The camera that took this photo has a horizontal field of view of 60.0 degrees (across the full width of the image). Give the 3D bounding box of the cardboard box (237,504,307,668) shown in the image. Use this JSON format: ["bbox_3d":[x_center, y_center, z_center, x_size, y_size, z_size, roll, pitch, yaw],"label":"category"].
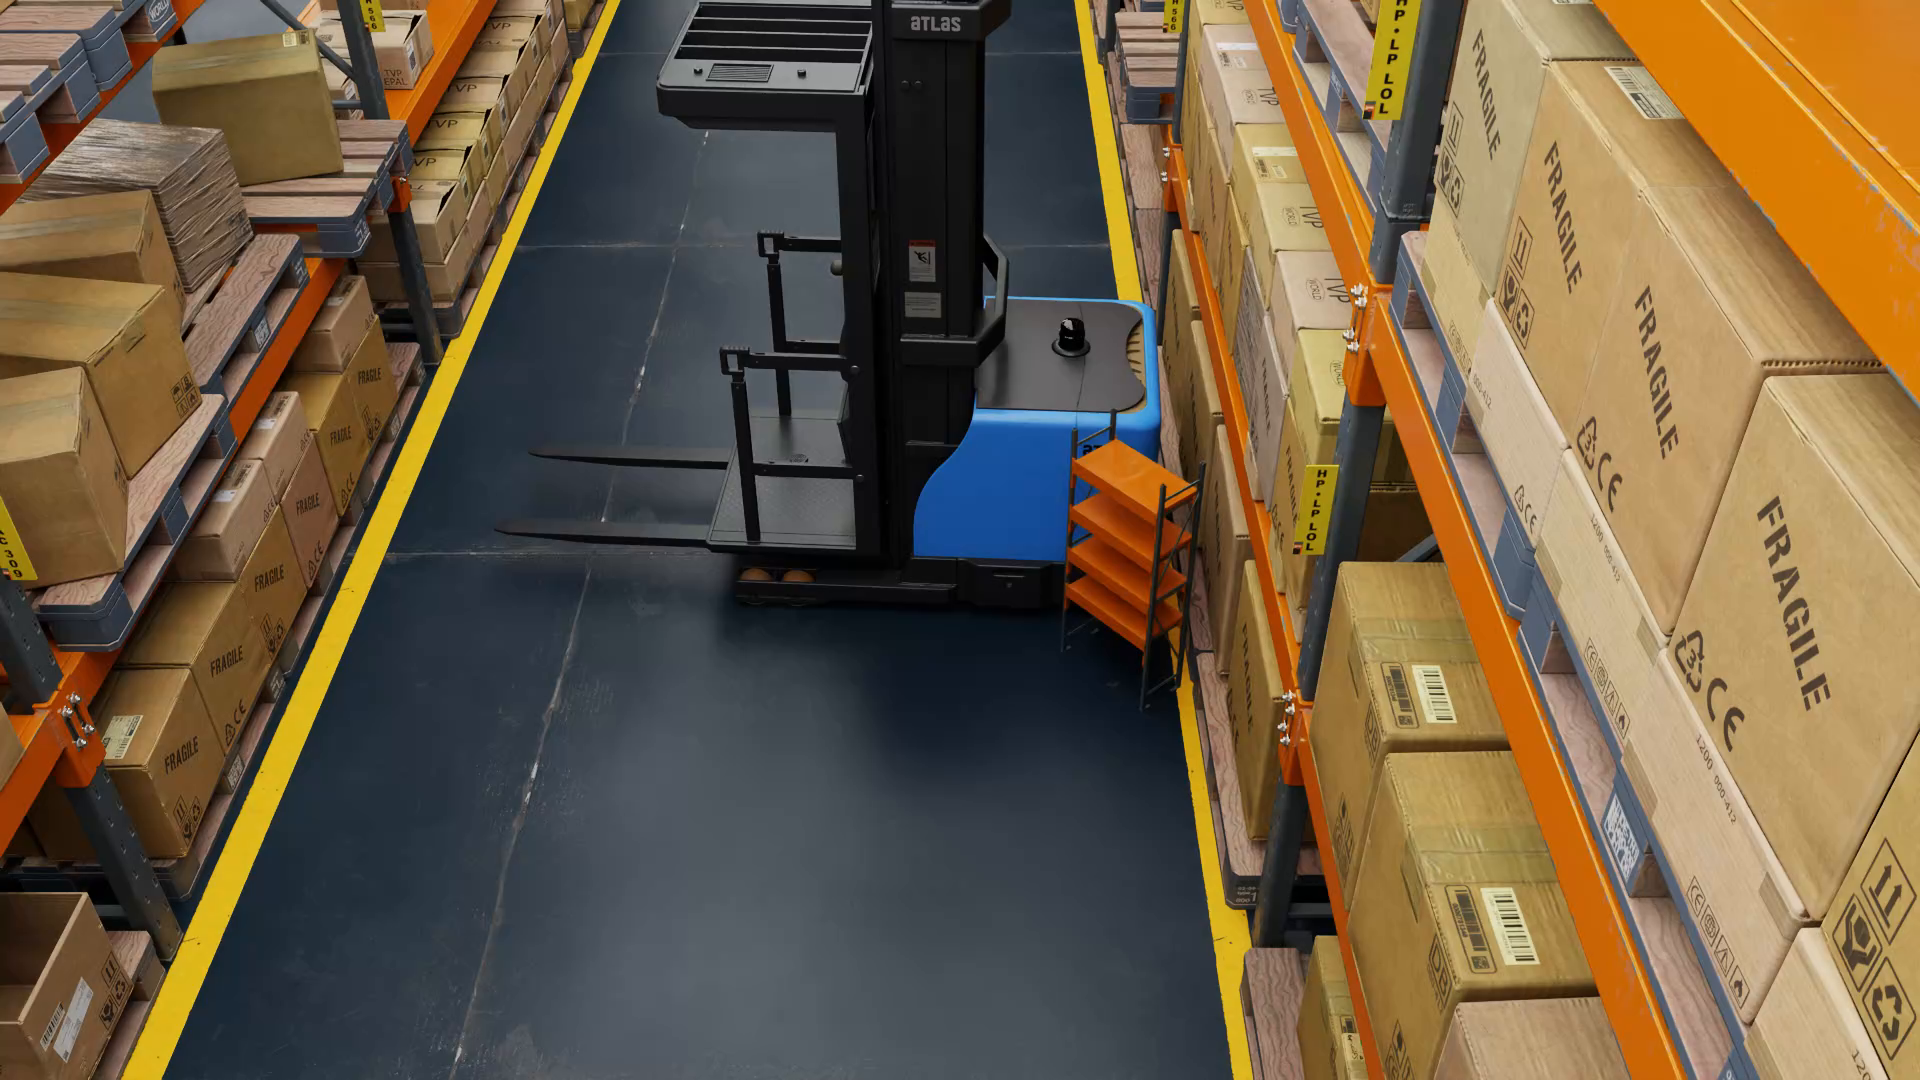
[{"bbox_3d":[-3.136,0.190,7.006,0.500,0.500,0.500,0,39,0],"label":"cardboard box"}]

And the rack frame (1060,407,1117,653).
[{"bbox_3d":[0.542,-0.019,7.059,0.240,1.200,0.015,-28,47,-31],"label":"rack frame"}]

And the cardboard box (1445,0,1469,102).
[{"bbox_3d":[1.688,-1.602,4.766,0.700,0.500,0.500,-2,39,-3],"label":"cardboard box"}]

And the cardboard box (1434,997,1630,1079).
[{"bbox_3d":[1.570,1.463,3.531,0.980,0.700,0.700,-2,39,-2],"label":"cardboard box"}]

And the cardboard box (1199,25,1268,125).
[{"bbox_3d":[1.319,-2.007,7.168,0.500,0.250,0.500,-1,39,-1],"label":"cardboard box"}]

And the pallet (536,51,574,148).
[{"bbox_3d":[-3.343,-3.119,11.718,1.003,0.211,1.213,0,39,0],"label":"pallet"}]

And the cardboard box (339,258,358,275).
[{"bbox_3d":[-3.623,-1.586,9.439,0.500,0.250,0.500,1,39,1],"label":"cardboard box"}]

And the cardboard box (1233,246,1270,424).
[{"bbox_3d":[1.324,-0.755,6.205,0.500,0.500,0.500,0,39,0],"label":"cardboard box"}]

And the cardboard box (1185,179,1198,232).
[{"bbox_3d":[1.251,-1.552,7.718,0.380,0.149,0.250,1,39,1],"label":"cardboard box"}]

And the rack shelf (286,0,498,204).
[{"bbox_3d":[-3.381,-3.136,10.085,1.077,0.370,4.000,0,39,0],"label":"rack shelf"}]

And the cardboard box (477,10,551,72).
[{"bbox_3d":[-3.089,-3.399,11.253,0.500,0.311,0.500,1,39,1],"label":"cardboard box"}]

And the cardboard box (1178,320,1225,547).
[{"bbox_3d":[1.439,-0.489,7.590,0.750,0.750,0.750,0,39,0],"label":"cardboard box"}]

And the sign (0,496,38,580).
[{"bbox_3d":[-2.831,-0.008,4.914,0.100,0.325,0.005,0,39,0],"label":"sign"}]

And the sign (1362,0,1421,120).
[{"bbox_3d":[1.037,-1.159,3.980,0.100,0.325,0.005,0,39,0],"label":"sign"}]

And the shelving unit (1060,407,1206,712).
[{"bbox_3d":[0.701,0.097,6.915,0.258,1.200,0.503,-28,47,-31],"label":"shelving unit"}]

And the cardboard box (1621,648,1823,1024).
[{"bbox_3d":[1.311,0.407,2.394,0.500,0.250,0.500,-1,39,-1],"label":"cardboard box"}]

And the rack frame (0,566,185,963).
[{"bbox_3d":[-3.374,0.335,5.178,1.000,3.000,0.127,0,39,0],"label":"rack frame"}]

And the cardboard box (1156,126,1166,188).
[{"bbox_3d":[1.609,-2.451,10.303,0.700,0.500,0.500,0,39,0],"label":"cardboard box"}]

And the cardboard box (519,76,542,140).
[{"bbox_3d":[-3.093,-2.863,11.032,0.500,0.250,0.500,1,39,1],"label":"cardboard box"}]

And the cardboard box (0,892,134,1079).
[{"bbox_3d":[-3.090,1.495,5.378,0.500,0.500,0.500,0,39,0],"label":"cardboard box"}]

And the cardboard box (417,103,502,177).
[{"bbox_3d":[-3.093,-2.451,10.070,0.500,0.311,0.500,-1,39,-1],"label":"cardboard box"}]

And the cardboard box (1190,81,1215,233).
[{"bbox_3d":[1.311,-1.703,7.389,0.500,0.500,0.500,1,39,1],"label":"cardboard box"}]

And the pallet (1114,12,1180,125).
[{"bbox_3d":[1.468,-2.543,8.923,1.213,0.211,1.003,0,39,0],"label":"pallet"}]

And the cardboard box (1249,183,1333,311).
[{"bbox_3d":[1.332,-1.057,5.982,0.500,0.250,0.500,1,39,1],"label":"cardboard box"}]

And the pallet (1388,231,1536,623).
[{"bbox_3d":[1.570,-0.295,3.637,1.003,0.211,1.213,0,39,0],"label":"pallet"}]

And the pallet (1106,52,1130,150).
[{"bbox_3d":[1.573,-3.098,11.693,1.003,0.211,1.213,0,39,0],"label":"pallet"}]

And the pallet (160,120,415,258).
[{"bbox_3d":[-3.308,-1.667,7.831,1.213,0.211,1.003,0,39,0],"label":"pallet"}]

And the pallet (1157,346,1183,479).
[{"bbox_3d":[1.501,-0.591,8.564,1.003,0.211,1.213,0,39,0],"label":"pallet"}]

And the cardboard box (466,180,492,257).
[{"bbox_3d":[-3.087,-1.899,9.829,0.500,0.250,0.500,-1,39,-1],"label":"cardboard box"}]

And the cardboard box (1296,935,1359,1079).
[{"bbox_3d":[1.478,1.609,5.252,0.700,0.500,0.500,0,39,1],"label":"cardboard box"}]

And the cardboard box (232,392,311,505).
[{"bbox_3d":[-3.133,-0.395,7.137,0.500,0.250,0.500,-1,39,-1],"label":"cardboard box"}]

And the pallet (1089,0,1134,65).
[{"bbox_3d":[1.534,-4.005,12.825,1.003,0.211,1.213,0,39,0],"label":"pallet"}]

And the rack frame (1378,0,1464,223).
[{"bbox_3d":[1.580,-2.012,3.310,1.000,3.000,0.127,0,39,0],"label":"rack frame"}]

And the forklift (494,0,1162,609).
[{"bbox_3d":[-0.627,-1.168,7.109,3.031,2.935,1.130,2,39,3],"label":"forklift"}]

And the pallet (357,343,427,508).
[{"bbox_3d":[-3.416,-0.611,8.589,1.003,0.211,1.213,0,39,0],"label":"pallet"}]

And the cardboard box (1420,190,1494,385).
[{"bbox_3d":[1.317,-0.553,3.593,0.500,0.250,0.500,0,39,0],"label":"cardboard box"}]

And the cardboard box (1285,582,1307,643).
[{"bbox_3d":[1.296,0.209,5.522,0.380,0.149,0.250,0,39,0],"label":"cardboard box"}]

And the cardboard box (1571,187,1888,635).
[{"bbox_3d":[1.313,-0.202,2.554,0.500,0.500,0.500,0,39,0],"label":"cardboard box"}]

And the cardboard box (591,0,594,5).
[{"bbox_3d":[-3.076,-4.361,12.902,0.500,0.250,0.500,0,39,0],"label":"cardboard box"}]

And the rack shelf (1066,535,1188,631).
[{"bbox_3d":[0.701,0.150,6.957,0.258,0.148,0.480,-28,47,-31],"label":"rack shelf"}]

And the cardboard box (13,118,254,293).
[{"bbox_3d":[-3.455,-1.403,6.932,0.700,0.500,0.500,7,39,8],"label":"cardboard box"}]

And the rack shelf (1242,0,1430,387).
[{"bbox_3d":[1.577,-1.811,6.033,1.077,0.370,4.000,0,39,0],"label":"rack shelf"}]

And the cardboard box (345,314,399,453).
[{"bbox_3d":[-3.143,-0.778,8.214,0.500,0.500,0.500,1,39,2],"label":"cardboard box"}]

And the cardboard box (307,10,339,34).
[{"bbox_3d":[-3.437,-2.865,9.373,0.380,0.149,0.250,3,39,3],"label":"cardboard box"}]

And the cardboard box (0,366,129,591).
[{"bbox_3d":[-3.151,-0.164,5.386,0.700,0.500,0.500,-13,40,-15],"label":"cardboard box"}]

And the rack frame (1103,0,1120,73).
[{"bbox_3d":[1.570,-4.673,11.428,1.000,3.000,0.127,0,39,0],"label":"rack frame"}]

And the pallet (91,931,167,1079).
[{"bbox_3d":[-3.374,1.853,5.515,1.003,0.211,1.213,0,39,0],"label":"pallet"}]
